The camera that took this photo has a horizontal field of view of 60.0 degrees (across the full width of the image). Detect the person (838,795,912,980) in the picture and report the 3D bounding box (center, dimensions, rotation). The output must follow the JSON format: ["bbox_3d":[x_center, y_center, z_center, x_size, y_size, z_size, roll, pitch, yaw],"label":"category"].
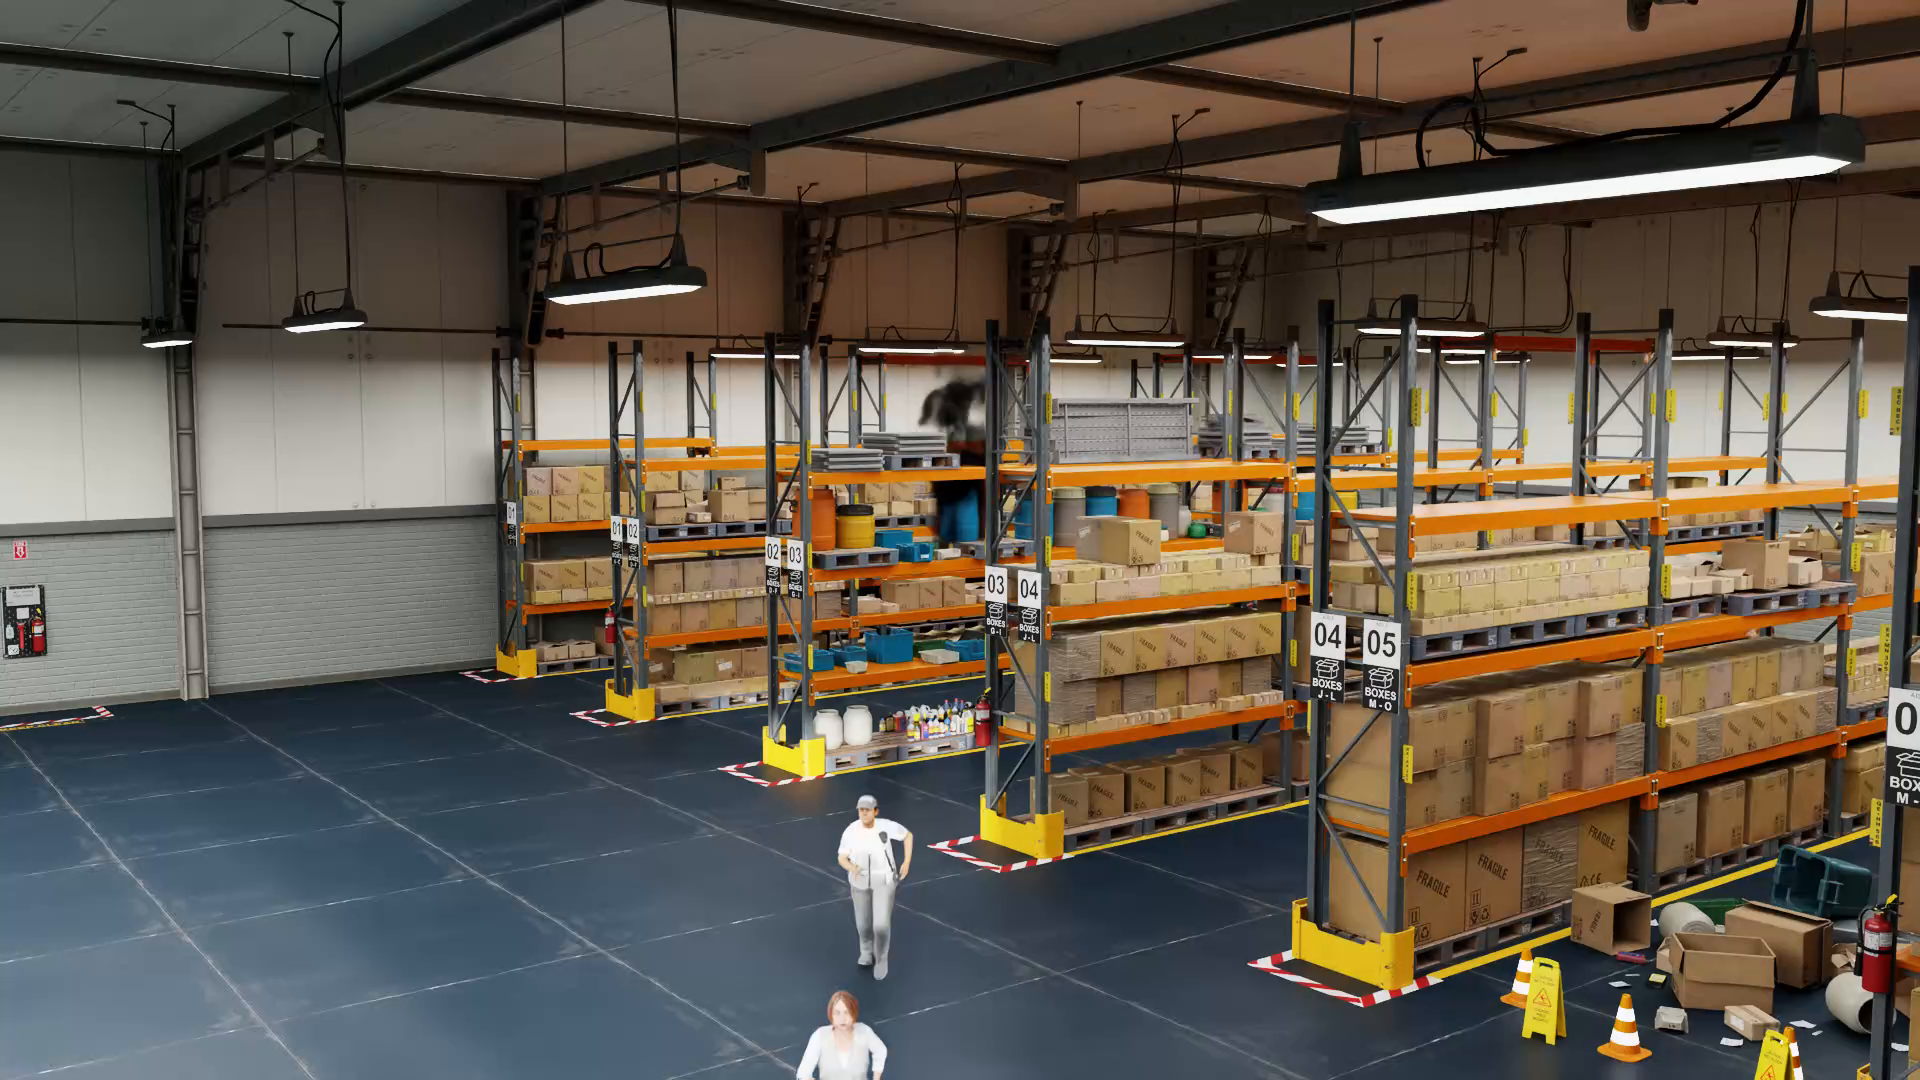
[{"bbox_3d":[-0.756,3.055,14.672,0.618,1.632,0.827,1,5,8],"label":"person"}]

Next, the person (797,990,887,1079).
[{"bbox_3d":[-0.712,3.504,10.026,0.524,1.613,0.731,0,5,1],"label":"person"}]

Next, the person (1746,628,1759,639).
[{"bbox_3d":[11.945,2.116,25.109,0.955,1.685,0.566,-5,7,-42],"label":"person"}]
